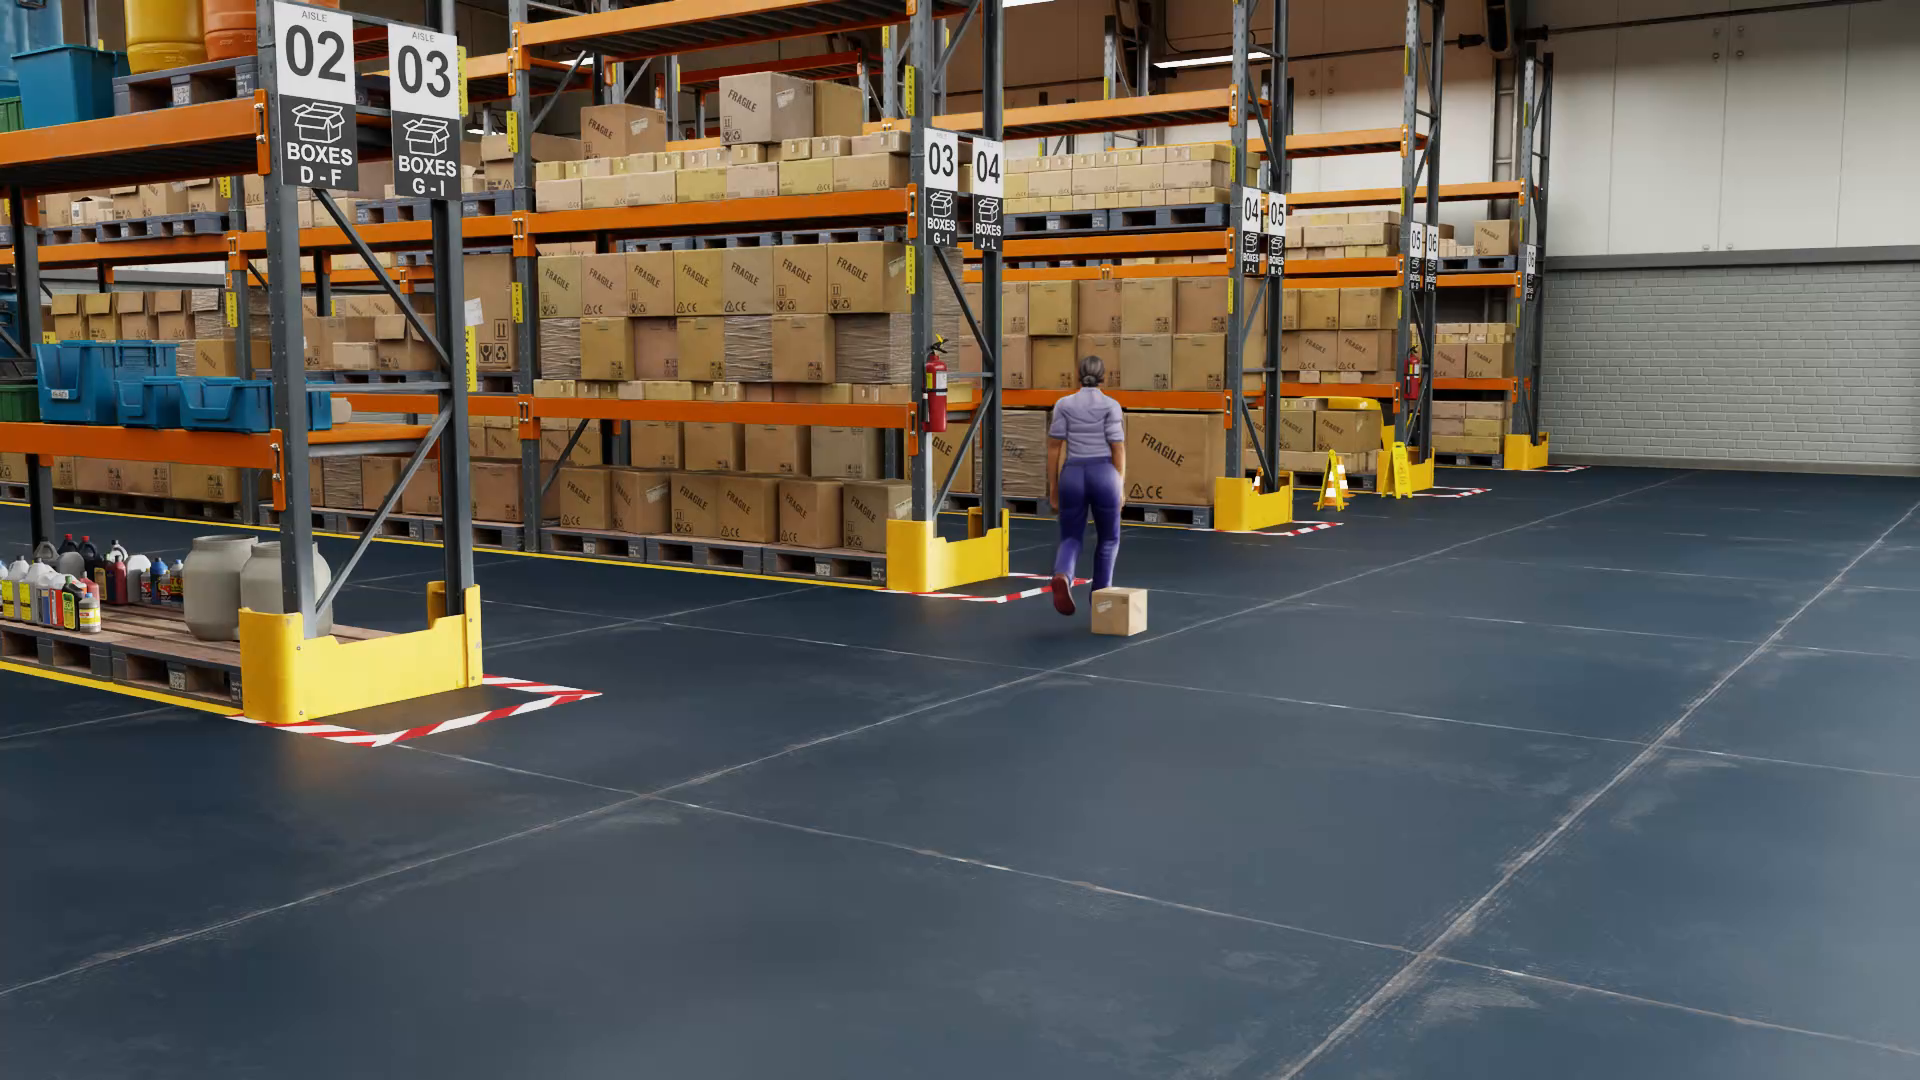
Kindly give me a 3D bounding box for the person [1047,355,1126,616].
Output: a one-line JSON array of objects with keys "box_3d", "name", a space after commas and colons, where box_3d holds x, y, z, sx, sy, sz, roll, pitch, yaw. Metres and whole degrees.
[{"box_3d": [0.770, -0.324, 10.286, 0.496, 1.622, 0.642, 2, 7, 21], "name": "person"}]
